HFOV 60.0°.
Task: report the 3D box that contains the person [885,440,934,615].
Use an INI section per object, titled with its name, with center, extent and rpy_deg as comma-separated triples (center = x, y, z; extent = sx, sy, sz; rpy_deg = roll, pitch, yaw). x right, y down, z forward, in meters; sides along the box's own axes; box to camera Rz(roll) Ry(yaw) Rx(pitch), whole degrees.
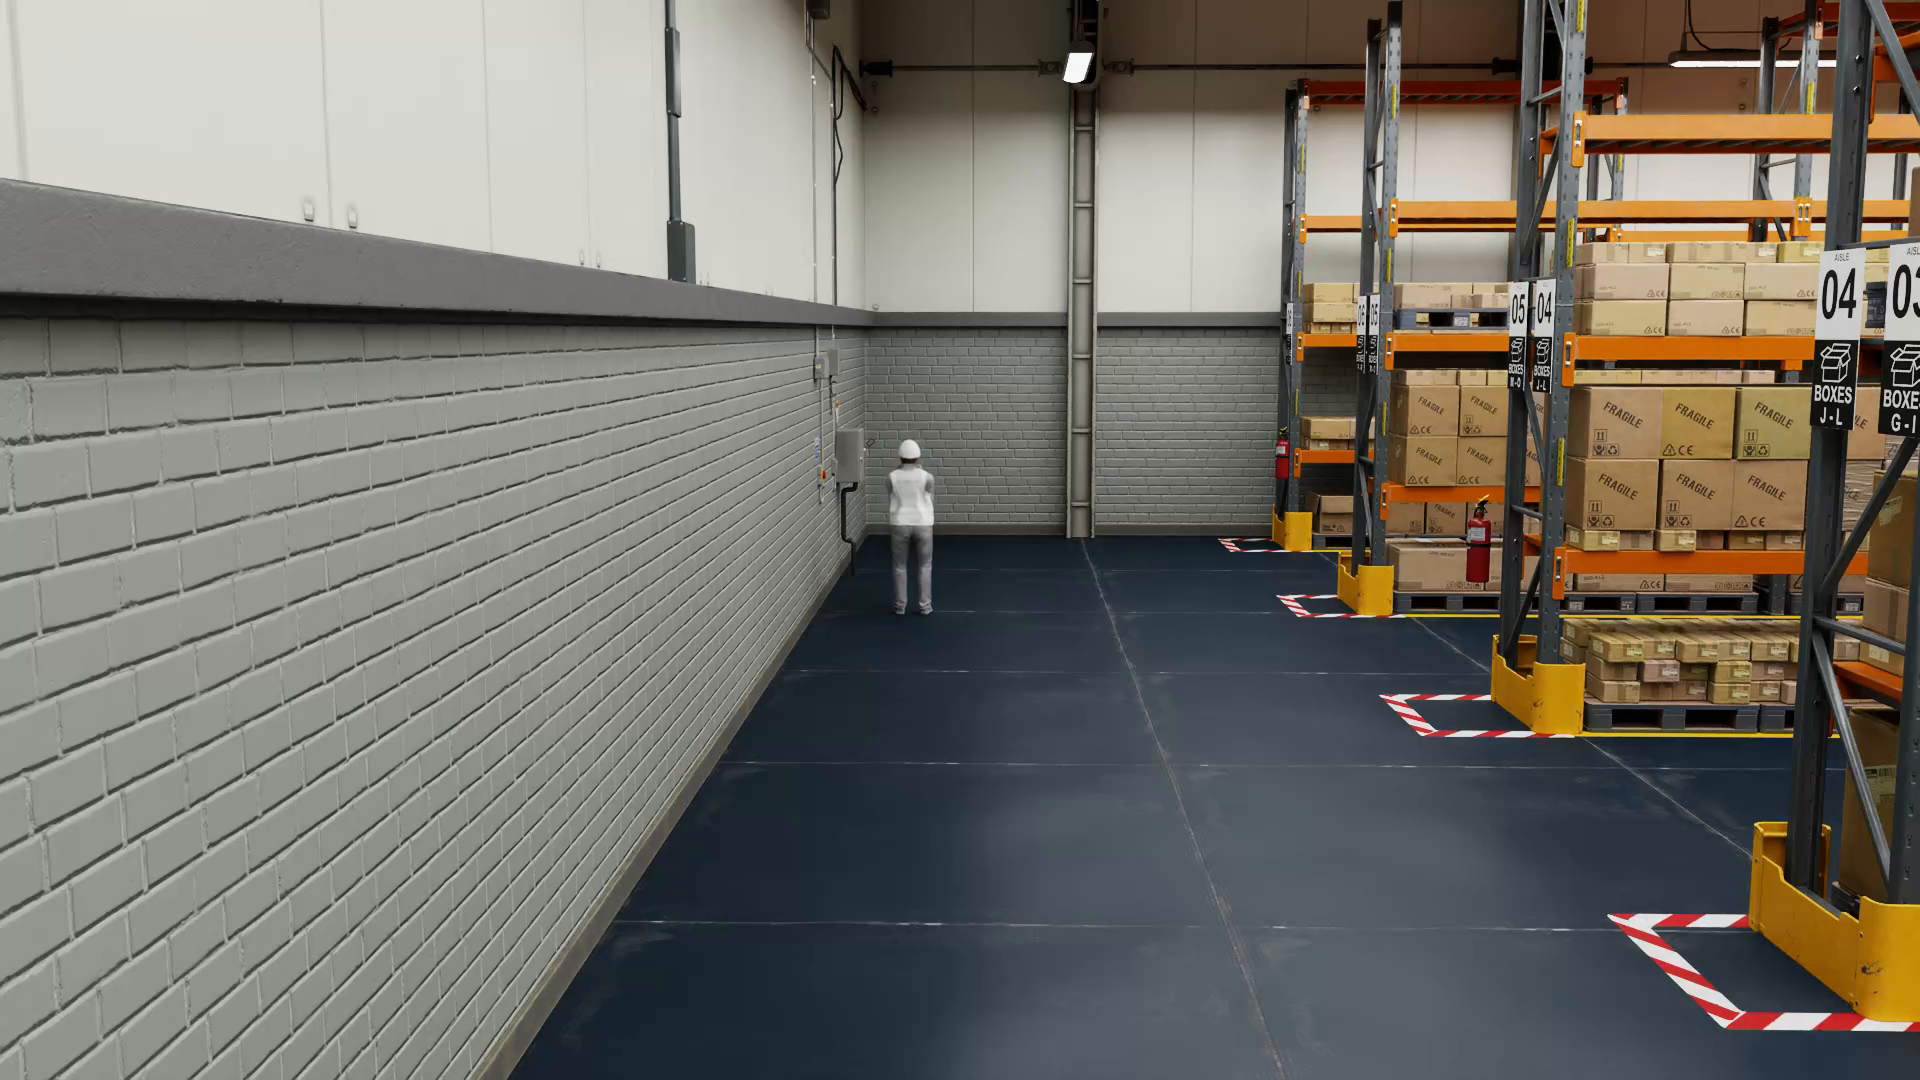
[person]
center = -0.500, -0.144, 16.840
extent = 0.495, 1.767, 0.554
rpy_deg = 0, 7, 2
